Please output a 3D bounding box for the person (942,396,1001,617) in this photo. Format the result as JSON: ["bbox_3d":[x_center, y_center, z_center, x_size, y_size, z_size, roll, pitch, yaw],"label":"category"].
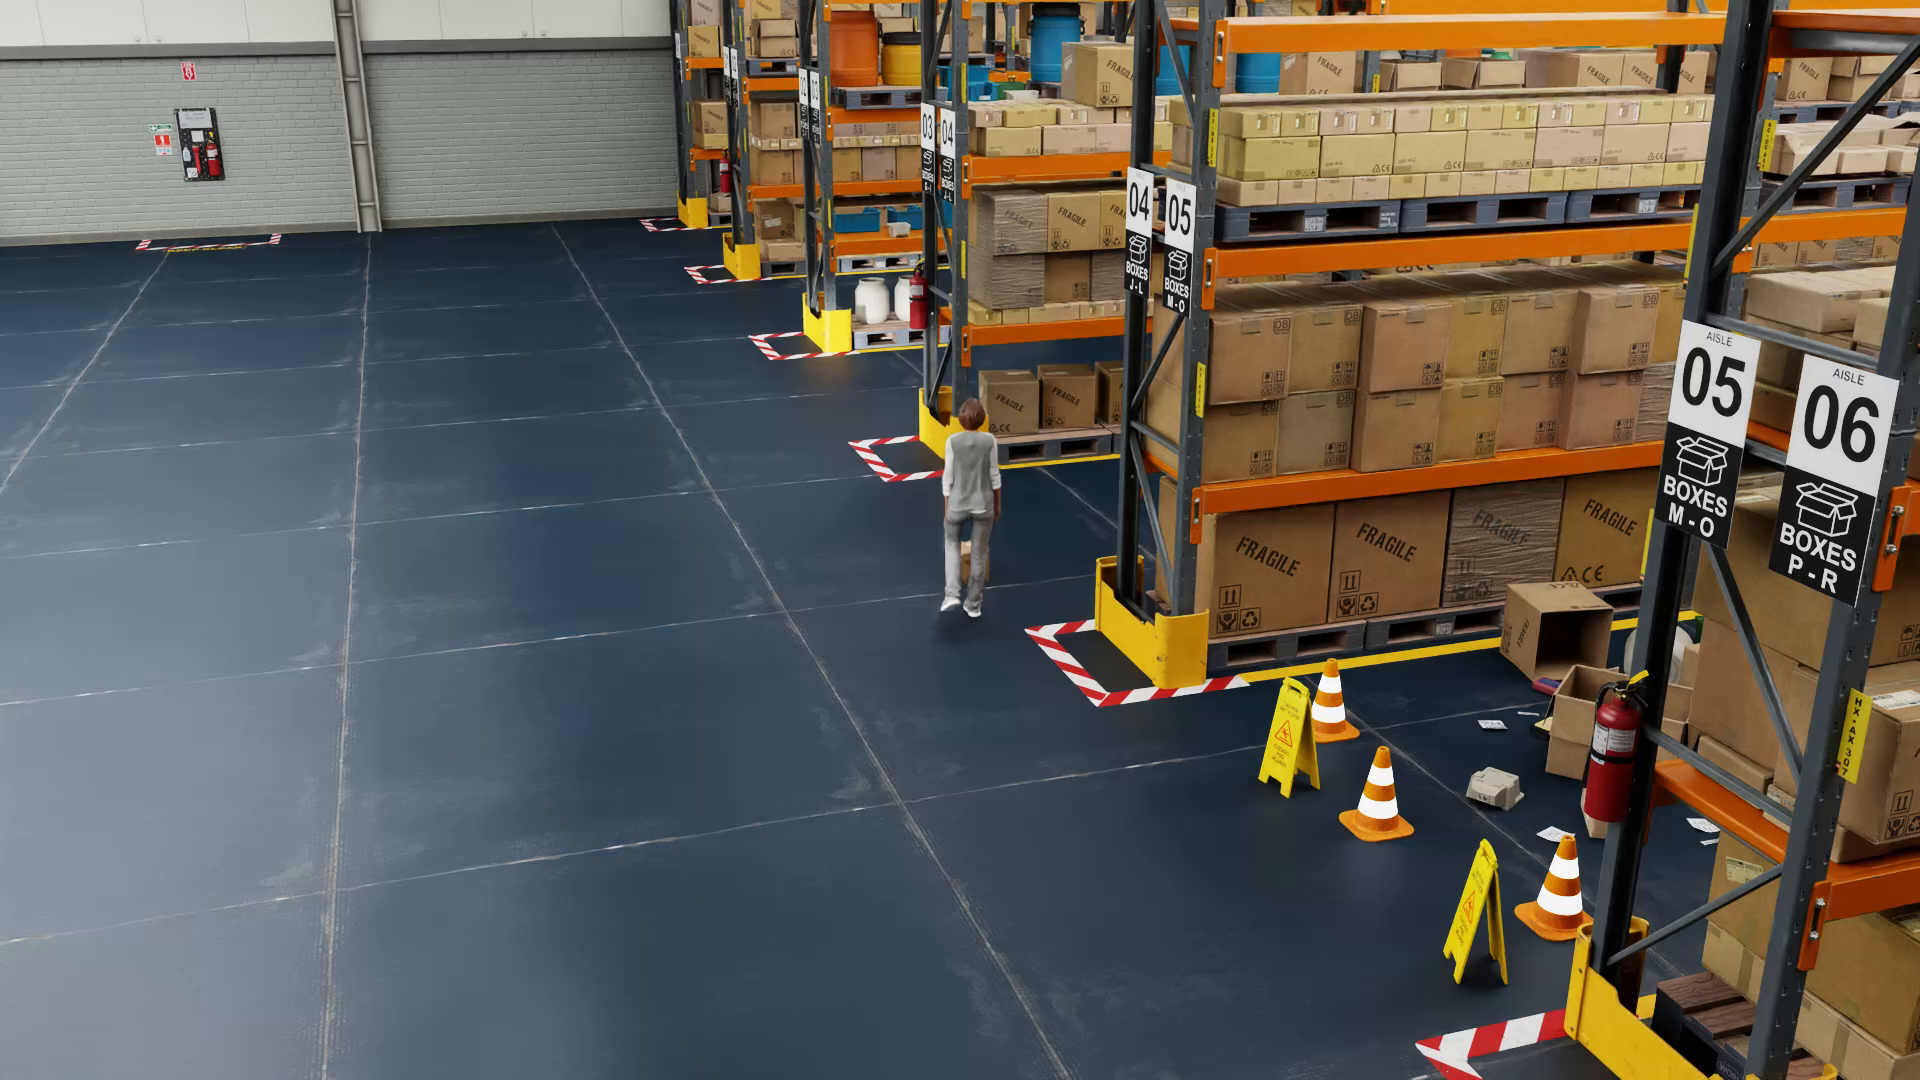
[{"bbox_3d":[0.079,-0.227,11.721,0.423,1.610,0.372,-1,20,-2],"label":"person"}]
